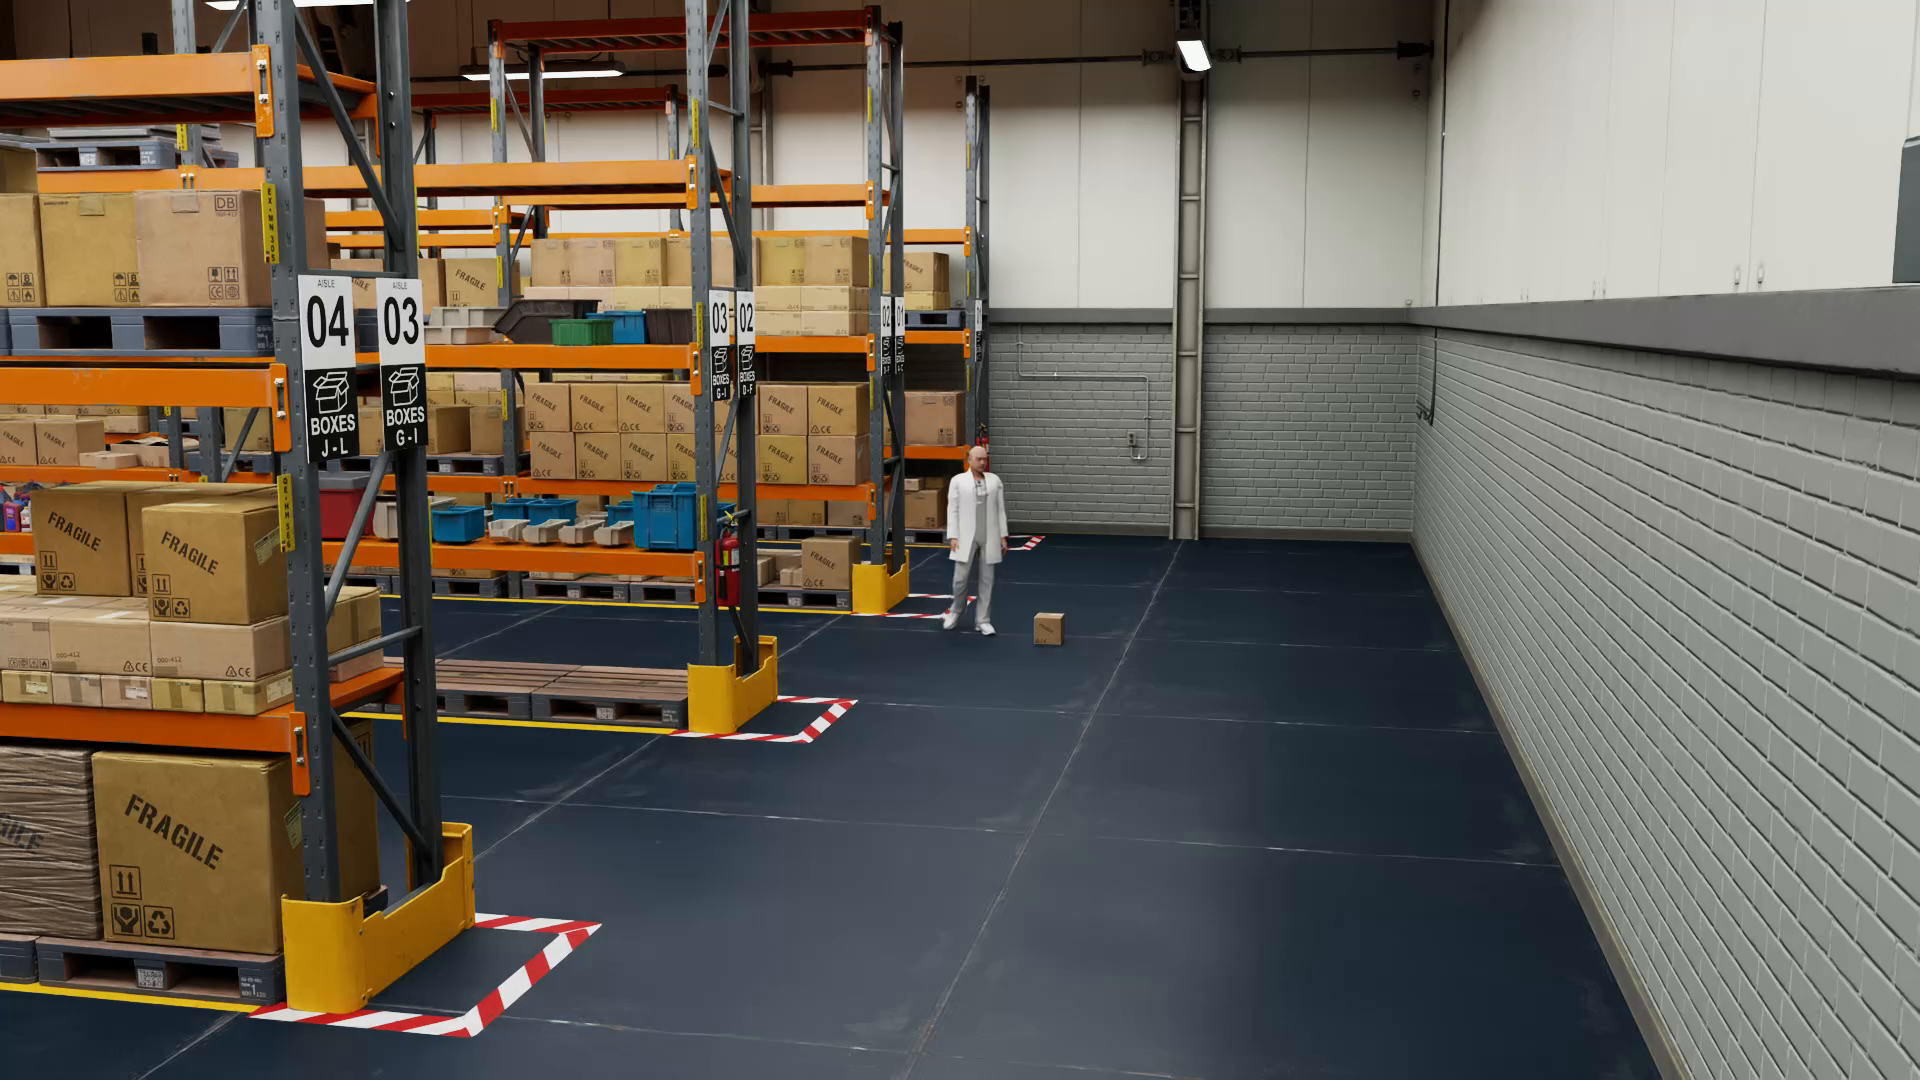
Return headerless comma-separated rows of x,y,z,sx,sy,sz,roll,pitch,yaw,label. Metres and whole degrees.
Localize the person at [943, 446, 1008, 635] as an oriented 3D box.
0.162,-0.006,15.831,0.622,1.778,0.602,-2,8,-14,person
